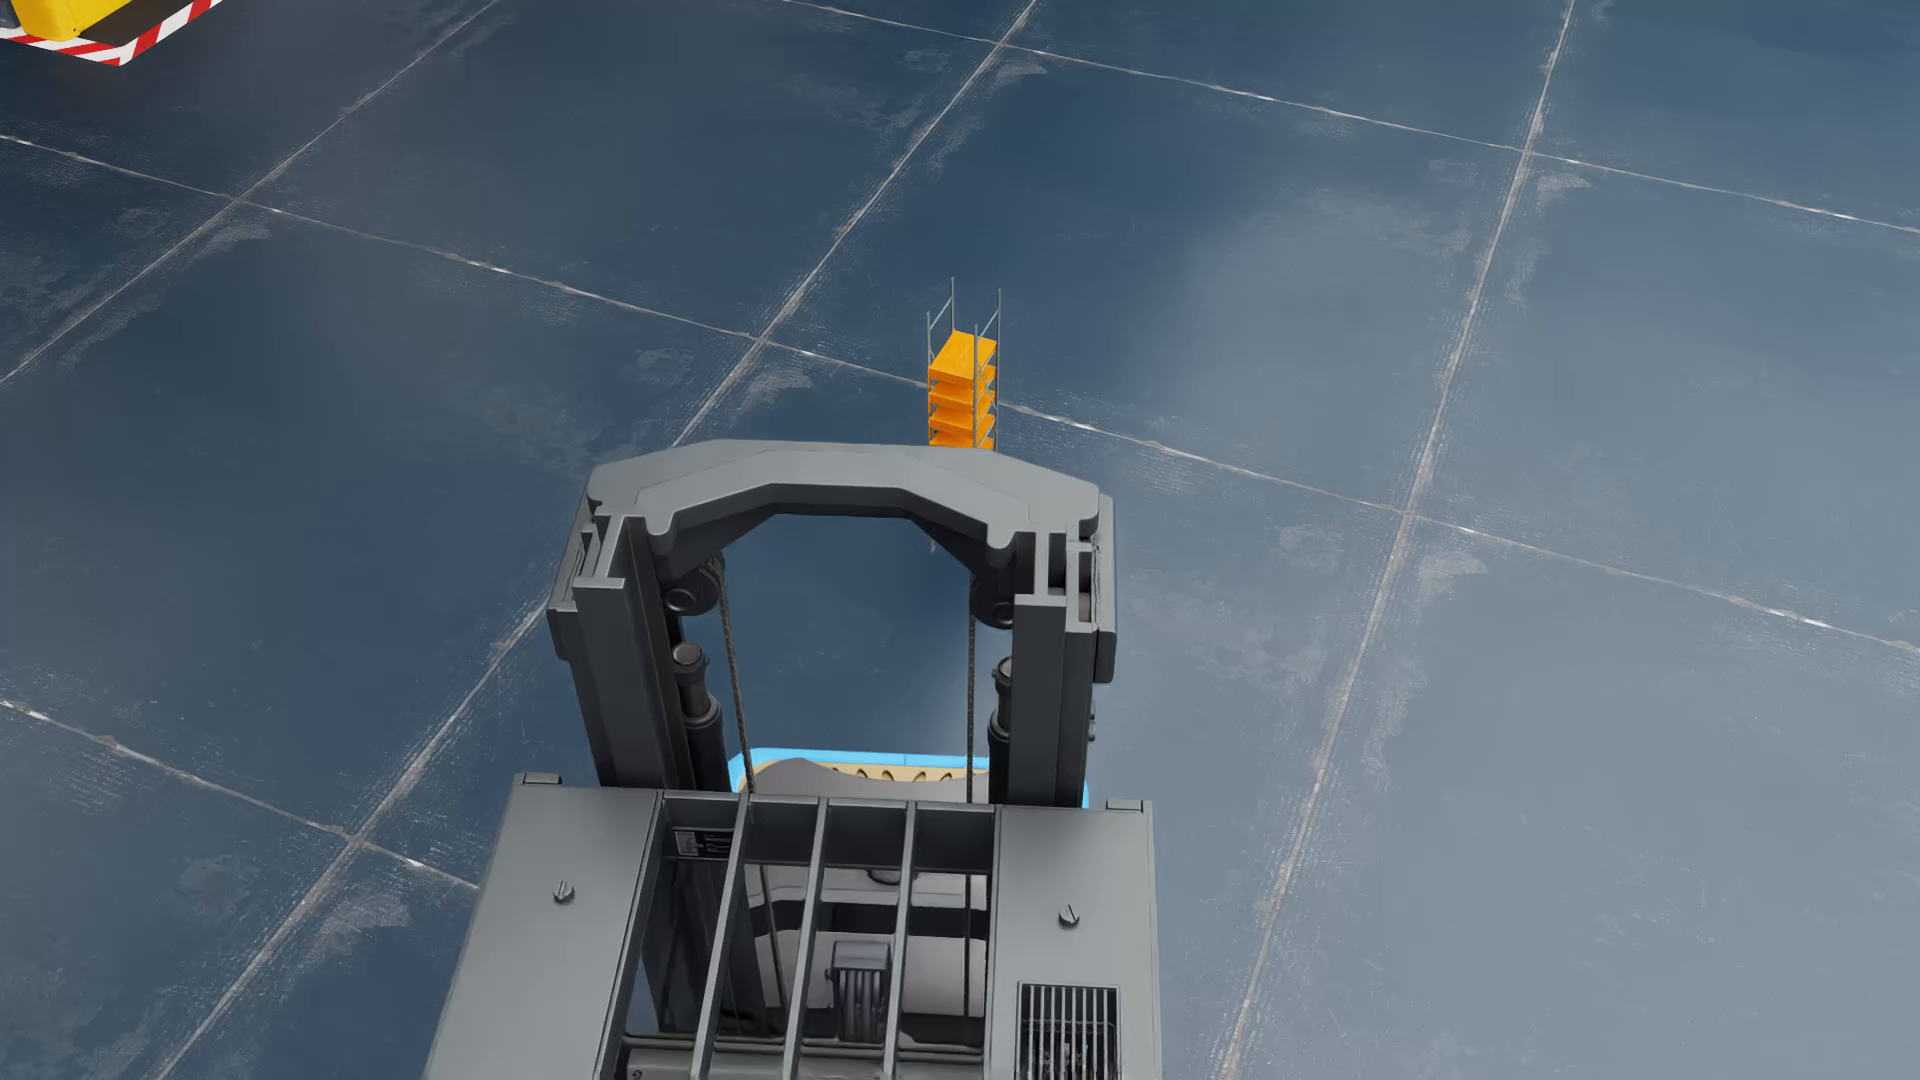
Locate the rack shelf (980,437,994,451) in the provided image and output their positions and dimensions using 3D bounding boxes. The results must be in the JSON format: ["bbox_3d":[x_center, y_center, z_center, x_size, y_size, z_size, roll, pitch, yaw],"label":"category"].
[{"bbox_3d":[0.013,-0.305,6.439,0.180,0.103,0.258,16,47,16],"label":"rack shelf"}]

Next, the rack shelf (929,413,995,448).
[{"bbox_3d":[0.013,-0.390,6.354,0.180,0.103,0.258,16,47,16],"label":"rack shelf"}]

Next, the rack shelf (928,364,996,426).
[{"bbox_3d":[0.013,-0.560,6.185,0.180,0.103,0.258,16,47,16],"label":"rack shelf"}]

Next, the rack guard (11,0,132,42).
[{"bbox_3d":[-5.126,-3.483,9.896,0.348,0.500,1.175,16,47,16],"label":"rack guard"}]

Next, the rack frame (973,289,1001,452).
[{"bbox_3d":[0.098,-0.397,6.298,0.006,1.200,0.240,16,47,16],"label":"rack frame"}]

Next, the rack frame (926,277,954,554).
[{"bbox_3d":[-0.071,-0.446,6.348,0.006,1.200,0.240,16,47,16],"label":"rack frame"}]

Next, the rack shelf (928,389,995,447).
[{"bbox_3d":[0.013,-0.475,6.270,0.180,0.103,0.258,16,47,16],"label":"rack shelf"}]

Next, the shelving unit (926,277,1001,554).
[{"bbox_3d":[0.013,-0.421,6.323,0.189,1.200,0.258,16,47,16],"label":"shelving unit"}]

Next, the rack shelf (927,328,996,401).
[{"bbox_3d":[0.013,-0.645,6.100,0.180,0.103,0.258,16,47,16],"label":"rack shelf"}]

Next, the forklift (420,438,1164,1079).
[{"bbox_3d":[-0.233,1.357,3.308,1.130,2.935,3.031,2,45,2],"label":"forklift"}]

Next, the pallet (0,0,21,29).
[{"bbox_3d":[-5.917,-3.553,10.171,1.213,0.211,1.003,16,47,16],"label":"pallet"}]
